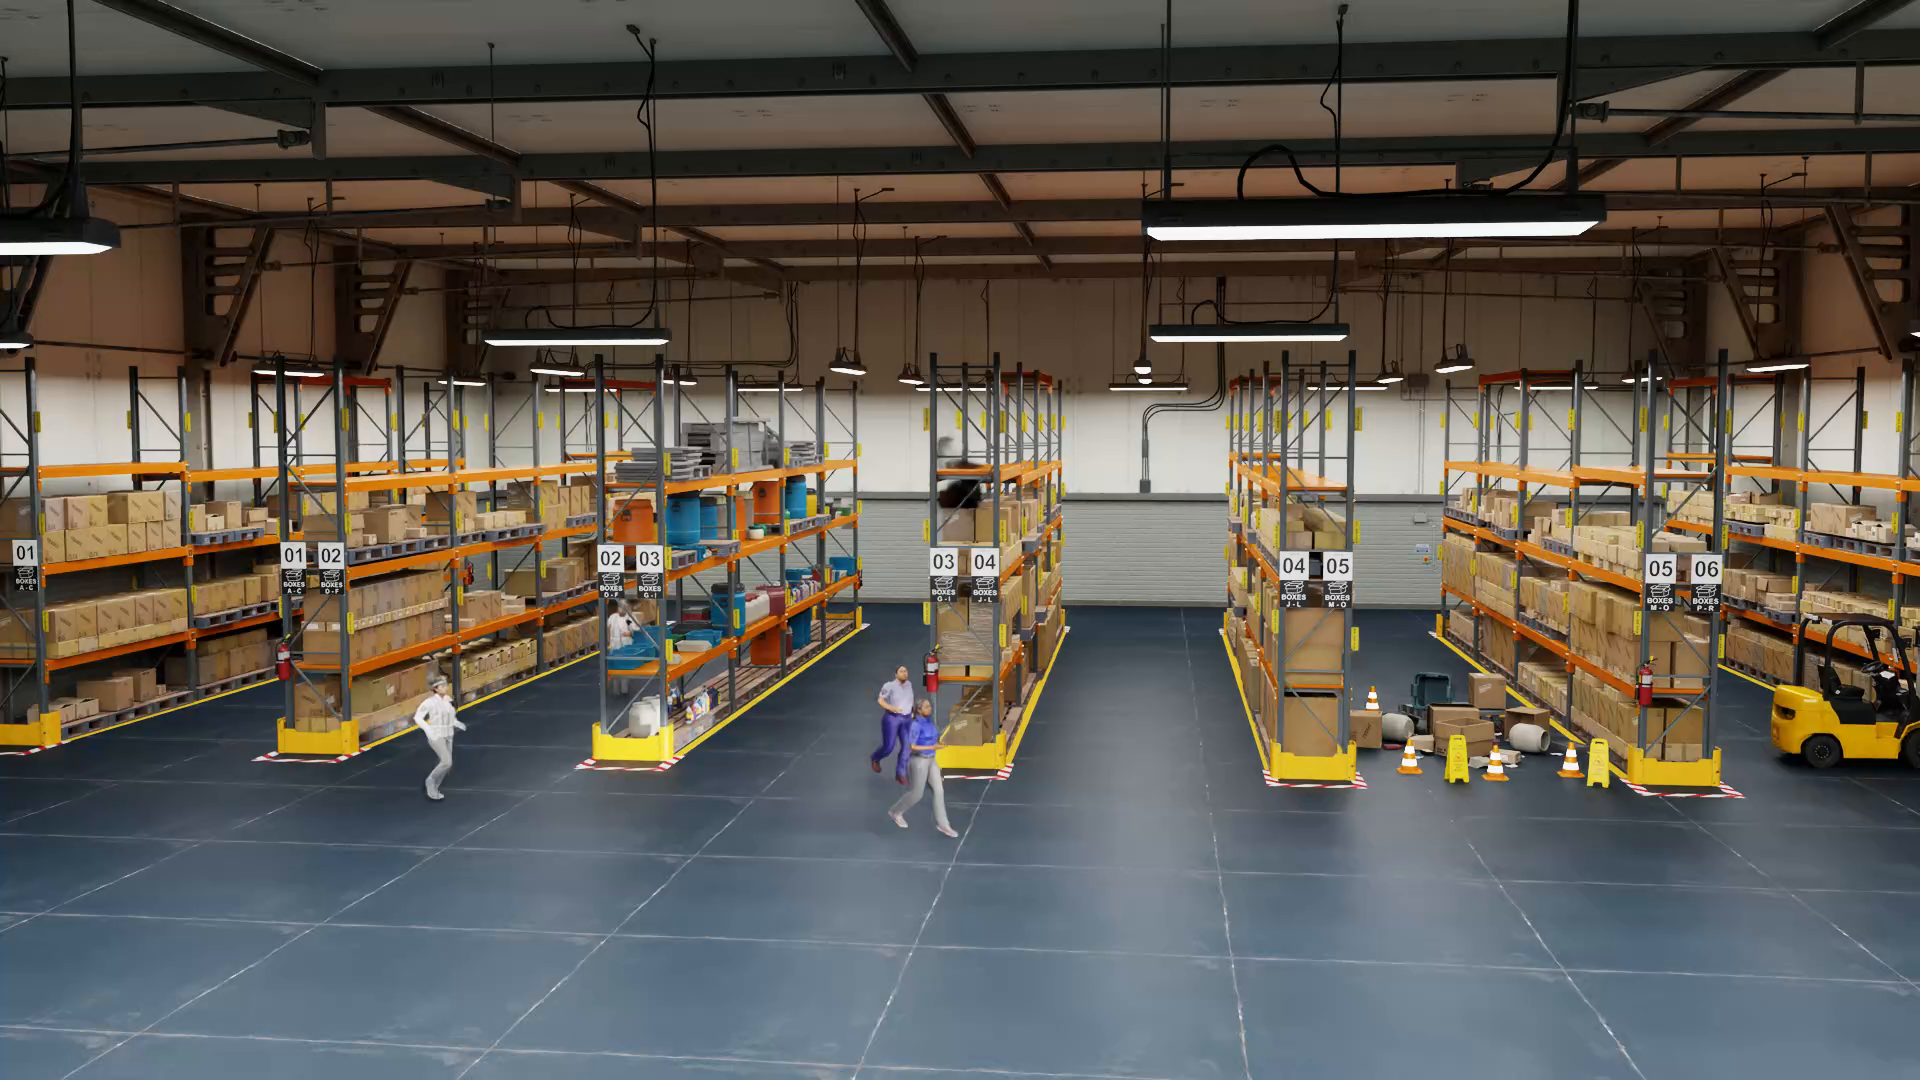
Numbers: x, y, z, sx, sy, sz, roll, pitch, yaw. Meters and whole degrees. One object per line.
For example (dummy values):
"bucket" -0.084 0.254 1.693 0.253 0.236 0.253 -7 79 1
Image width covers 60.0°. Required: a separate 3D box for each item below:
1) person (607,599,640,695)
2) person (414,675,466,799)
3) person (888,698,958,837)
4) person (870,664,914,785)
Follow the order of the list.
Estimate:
"person" -6.206 1.964 30.508 0.652 1.773 0.653 -1 4 -11
"person" -6.829 2.609 21.983 0.560 1.653 0.589 2 4 25
"person" -0.449 2.740 20.113 0.921 1.652 0.576 2 5 30
"person" -0.877 2.556 23.285 0.616 1.649 0.783 -2 5 -31
